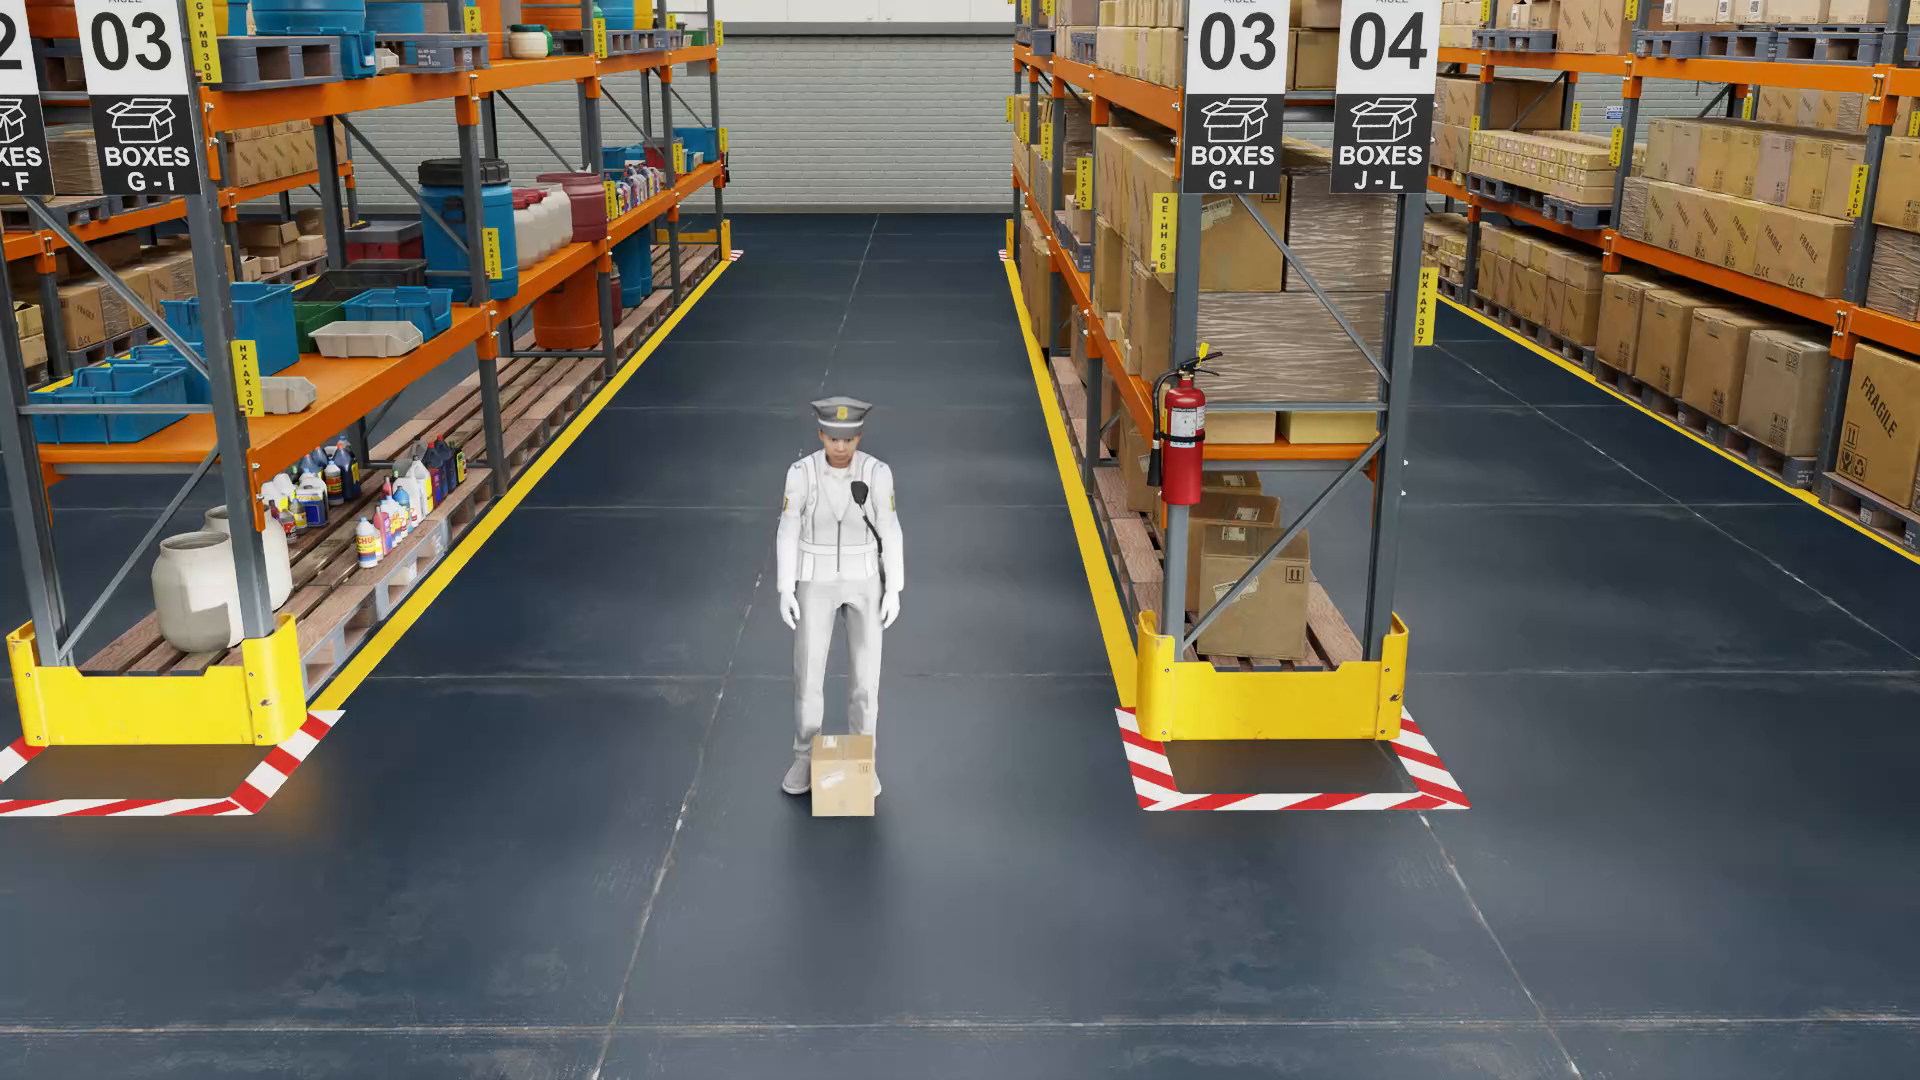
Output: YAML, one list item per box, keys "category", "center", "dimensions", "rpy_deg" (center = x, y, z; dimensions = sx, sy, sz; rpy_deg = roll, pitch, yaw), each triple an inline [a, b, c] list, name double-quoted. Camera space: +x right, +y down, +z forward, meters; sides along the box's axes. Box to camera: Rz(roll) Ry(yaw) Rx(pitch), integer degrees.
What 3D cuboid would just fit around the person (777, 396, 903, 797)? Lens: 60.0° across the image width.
- category: "person"
  center: [-0.490, 0.225, 6.817]
  dimensions: [0.518, 1.663, 0.413]
  rpy_deg: [-1, 17, -3]
